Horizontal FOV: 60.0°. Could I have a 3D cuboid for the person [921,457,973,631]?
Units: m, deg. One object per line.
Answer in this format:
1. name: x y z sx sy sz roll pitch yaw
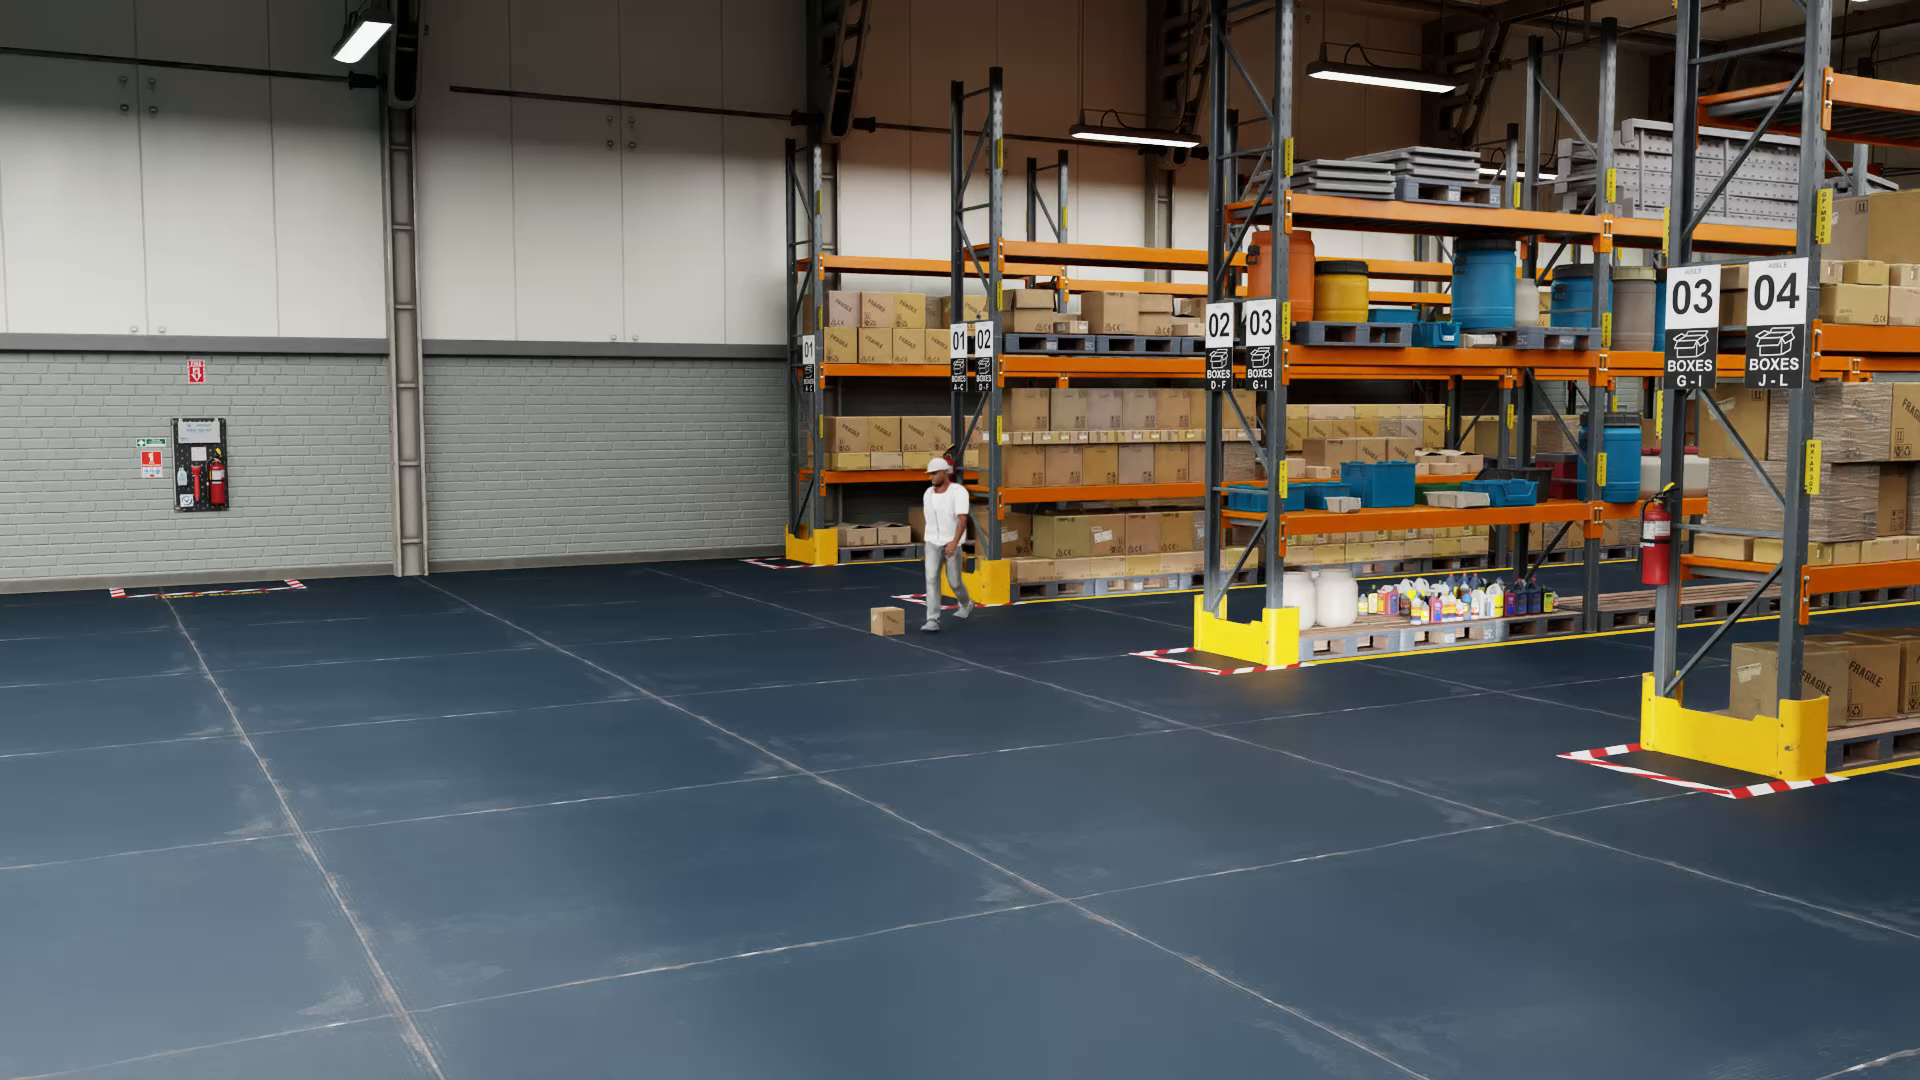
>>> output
1. person: -0.153 0.032 16.844 0.574 1.741 0.928 2 5 24
